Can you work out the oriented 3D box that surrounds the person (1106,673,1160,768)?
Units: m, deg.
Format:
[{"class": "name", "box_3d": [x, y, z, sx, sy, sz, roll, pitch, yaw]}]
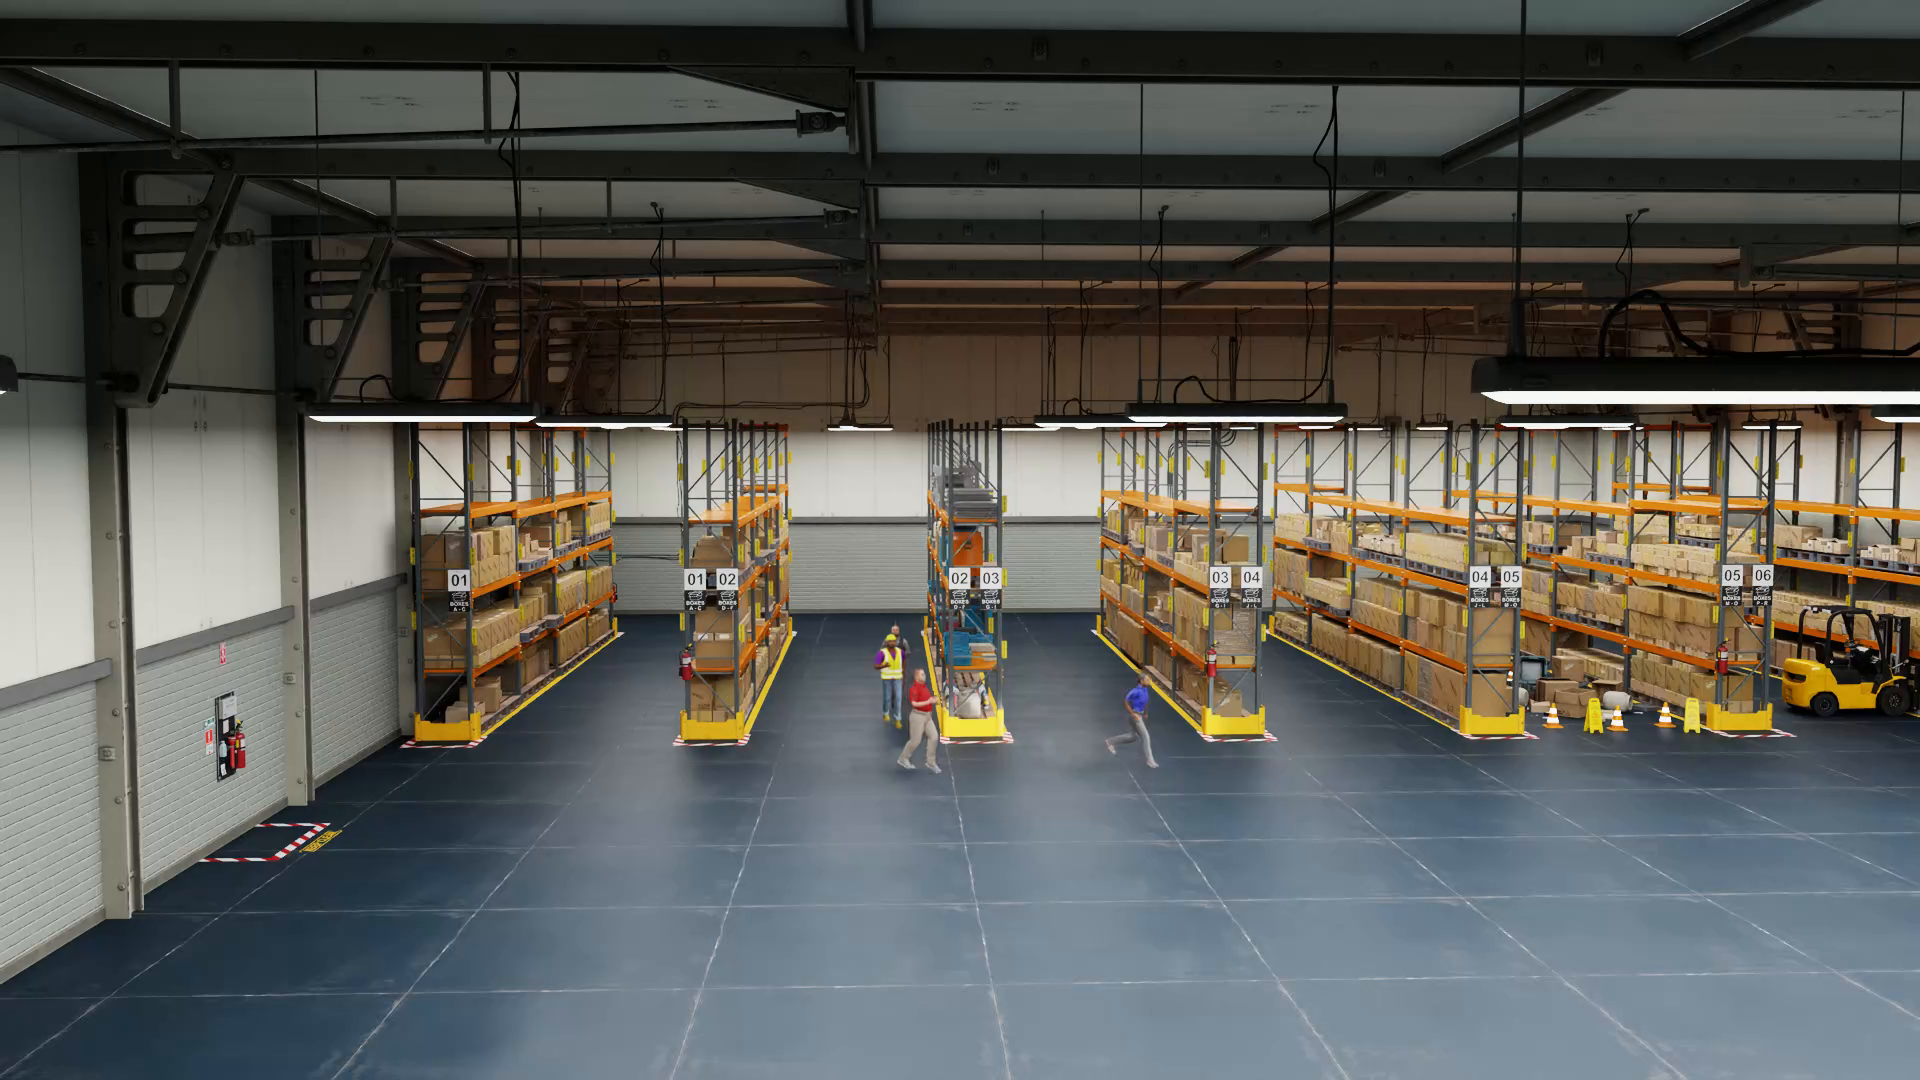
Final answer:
[{"class": "person", "box_3d": [2.974, 3.096, 28.675, 0.995, 1.654, 0.575, 2, 4, 23]}]

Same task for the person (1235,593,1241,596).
[{"class": "person", "box_3d": [7.790, 1.942, 45.670, 0.708, 1.737, 0.640, 0, 4, -4]}]

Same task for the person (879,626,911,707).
[{"class": "person", "box_3d": [-1.368, 2.646, 34.934, 0.666, 1.683, 0.753, 0, 4, -4]}]

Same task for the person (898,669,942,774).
[{"class": "person", "box_3d": [-0.678, 3.061, 28.074, 0.768, 1.789, 0.645, 2, 4, 25]}]

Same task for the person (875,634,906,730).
[{"class": "person", "box_3d": [-1.337, 2.743, 32.484, 0.684, 1.809, 0.802, -1, 4, -14]}]
